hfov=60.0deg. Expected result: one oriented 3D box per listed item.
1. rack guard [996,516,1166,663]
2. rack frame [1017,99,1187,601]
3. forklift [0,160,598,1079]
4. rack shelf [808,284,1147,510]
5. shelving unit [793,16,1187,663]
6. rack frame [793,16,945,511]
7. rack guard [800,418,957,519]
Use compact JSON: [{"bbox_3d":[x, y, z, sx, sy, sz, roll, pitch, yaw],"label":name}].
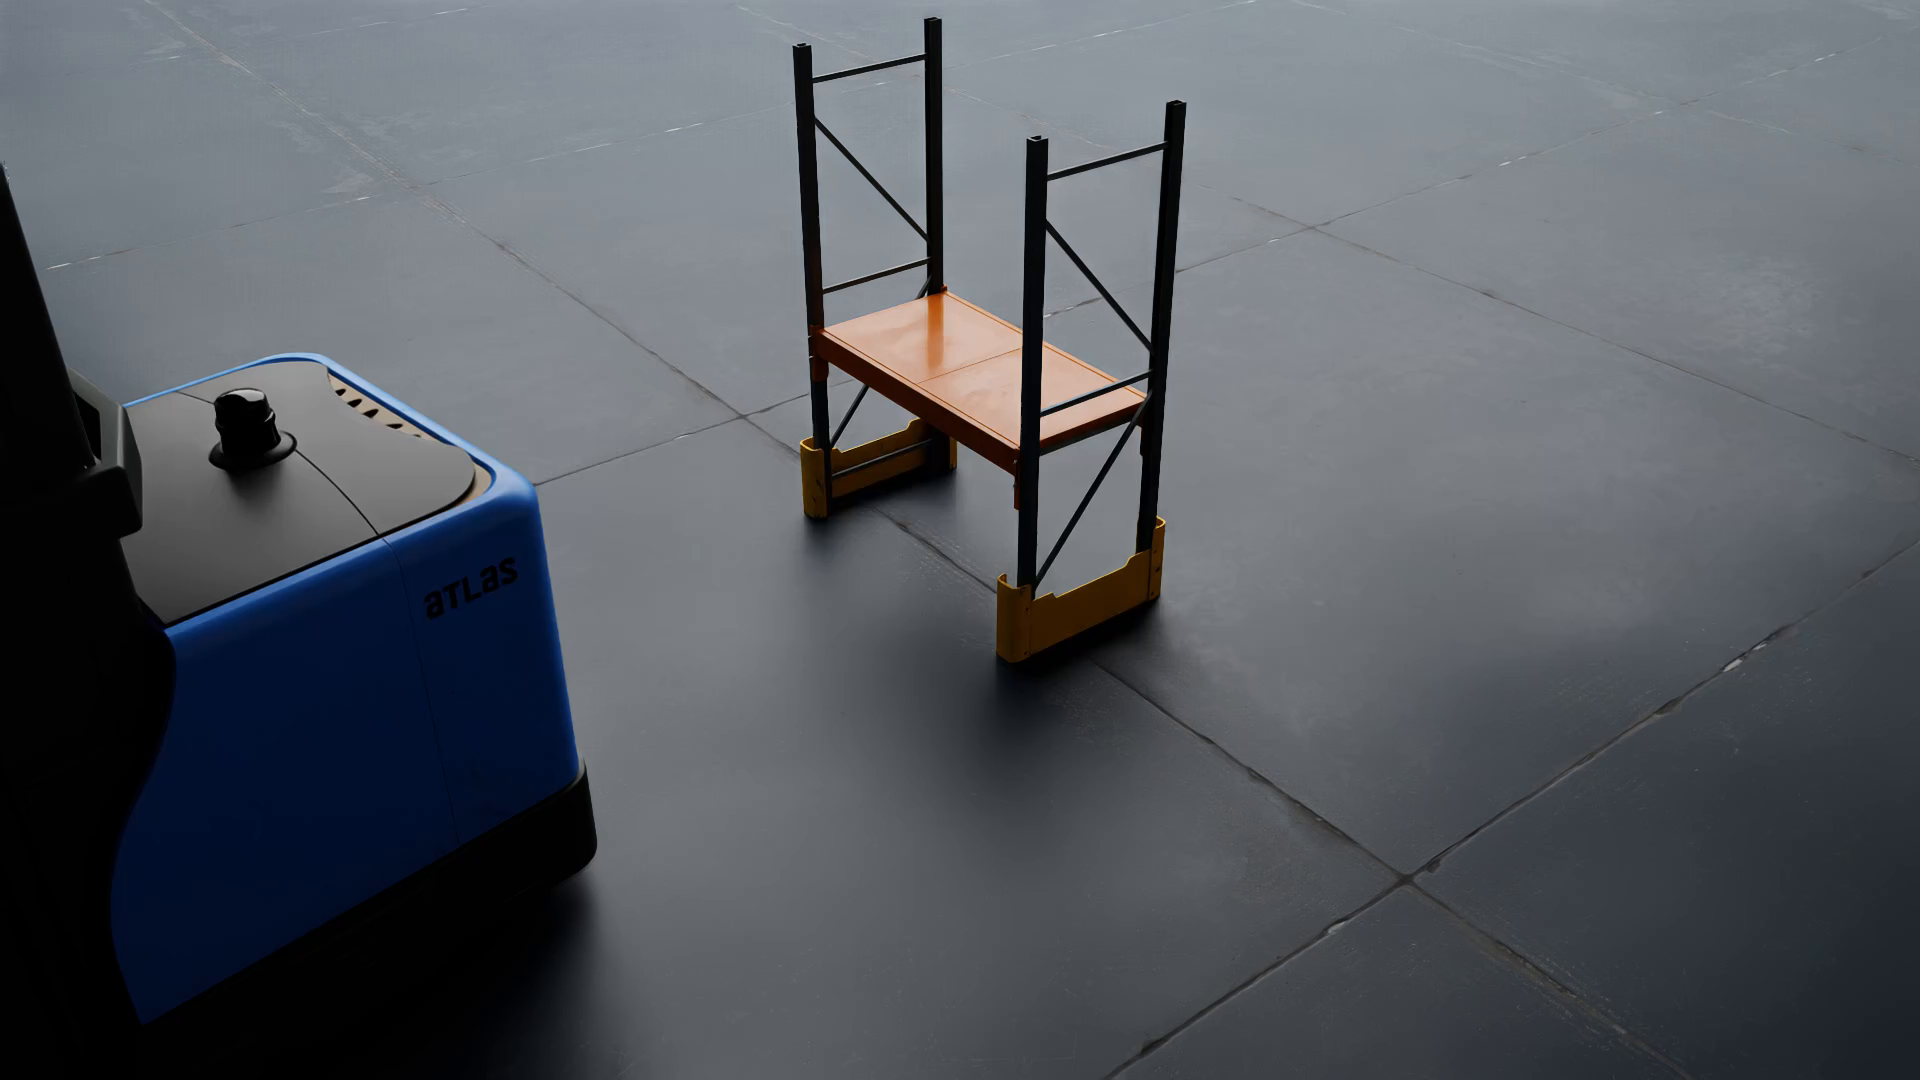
[{"bbox_3d":[0.352,0.133,4.799,0.587,0.250,0.087,-22,38,-31],"label":"rack guard"},{"bbox_3d":[0.364,-0.390,4.456,0.500,1.500,0.032,-22,38,-31],"label":"rack frame"},{"bbox_3d":[-2.242,-0.067,2.580,1.130,2.935,3.031,27,41,36],"label":"forklift"},{"bbox_3d":[0.052,-0.449,4.892,0.538,0.185,1.000,-22,38,-31],"label":"rack shelf"},{"bbox_3d":[0.047,-0.605,4.803,0.587,1.500,1.083,-22,38,-31],"label":"shelving unit"},{"bbox_3d":[-0.259,-0.813,5.138,0.500,1.500,0.032,-22,38,-31],"label":"rack frame"},{"bbox_3d":[-0.259,-0.282,5.467,0.587,0.250,0.087,-22,38,-31],"label":"rack guard"}]
